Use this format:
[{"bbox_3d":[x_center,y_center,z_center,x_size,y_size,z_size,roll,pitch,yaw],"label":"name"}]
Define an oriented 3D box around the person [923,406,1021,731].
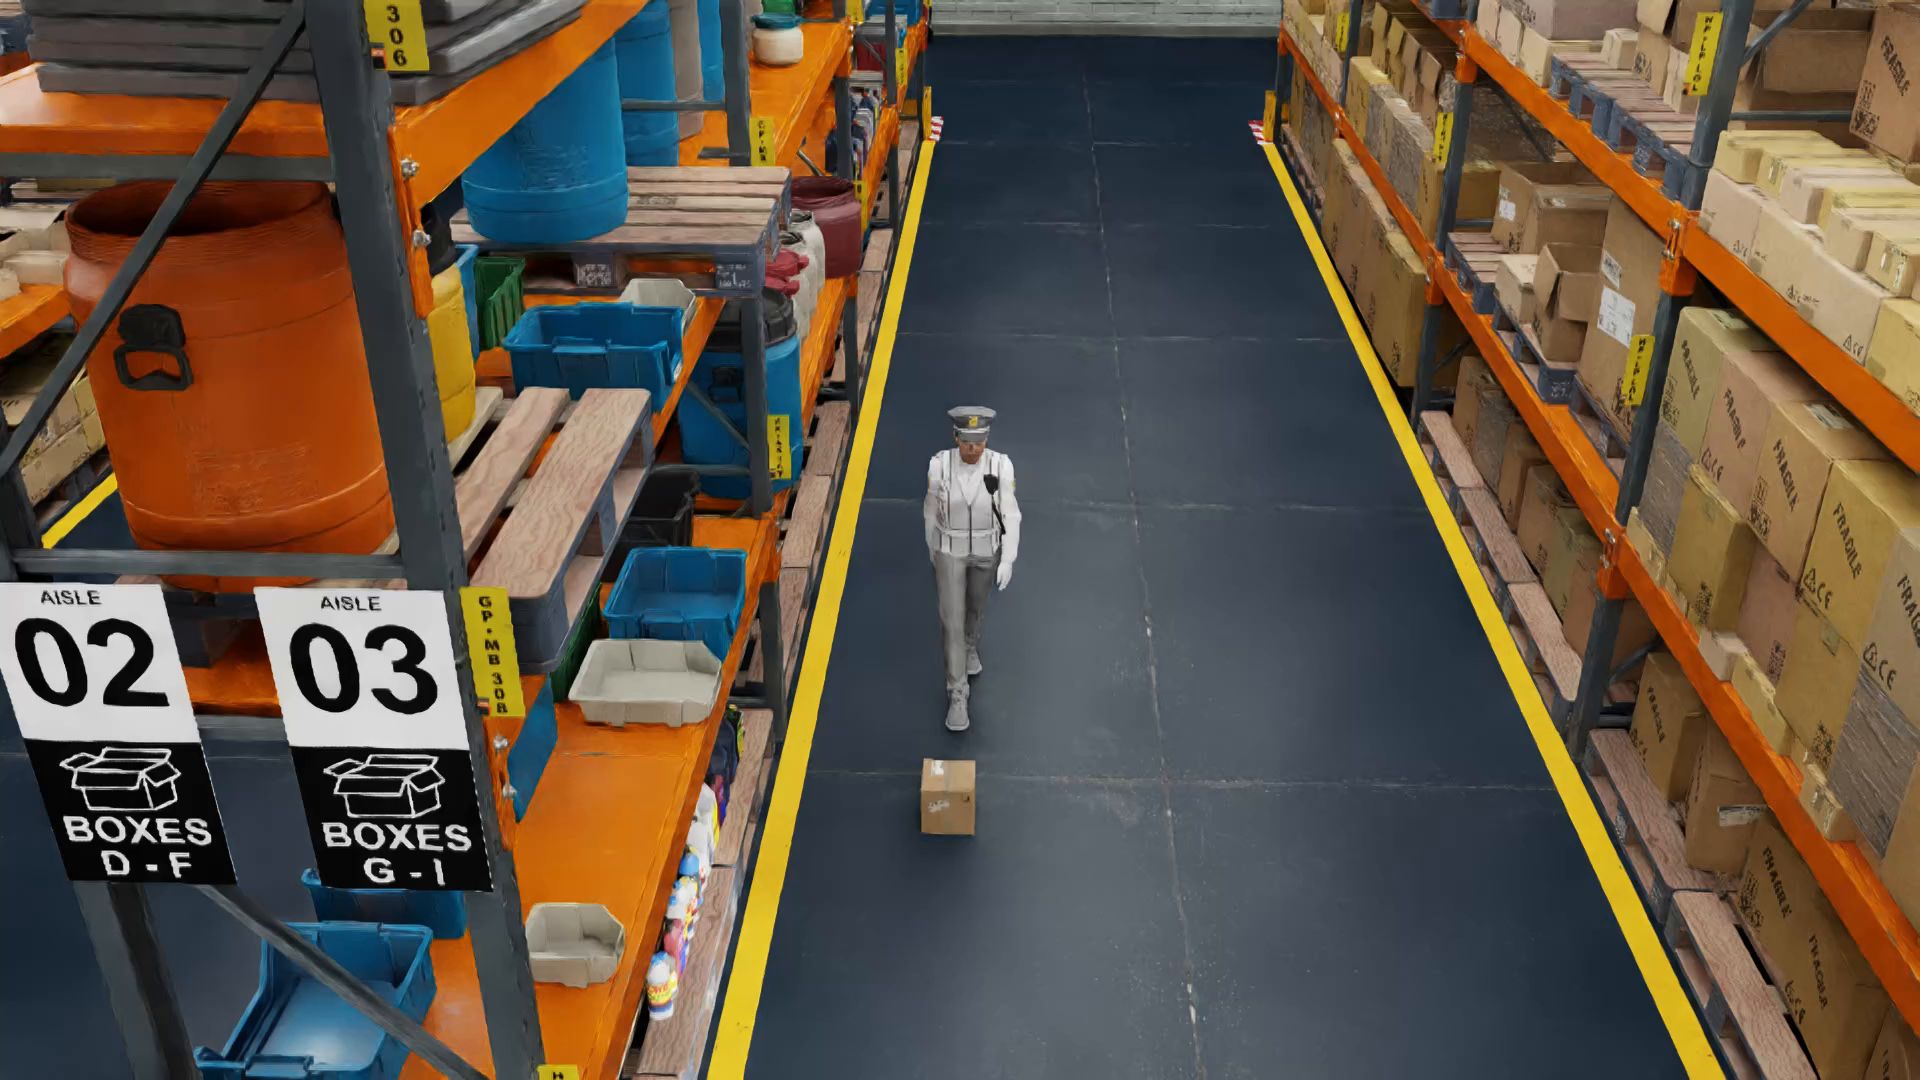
[{"bbox_3d":[0.069,0.077,8.430,0.483,1.633,0.808,-3,28,-5],"label":"person"}]
